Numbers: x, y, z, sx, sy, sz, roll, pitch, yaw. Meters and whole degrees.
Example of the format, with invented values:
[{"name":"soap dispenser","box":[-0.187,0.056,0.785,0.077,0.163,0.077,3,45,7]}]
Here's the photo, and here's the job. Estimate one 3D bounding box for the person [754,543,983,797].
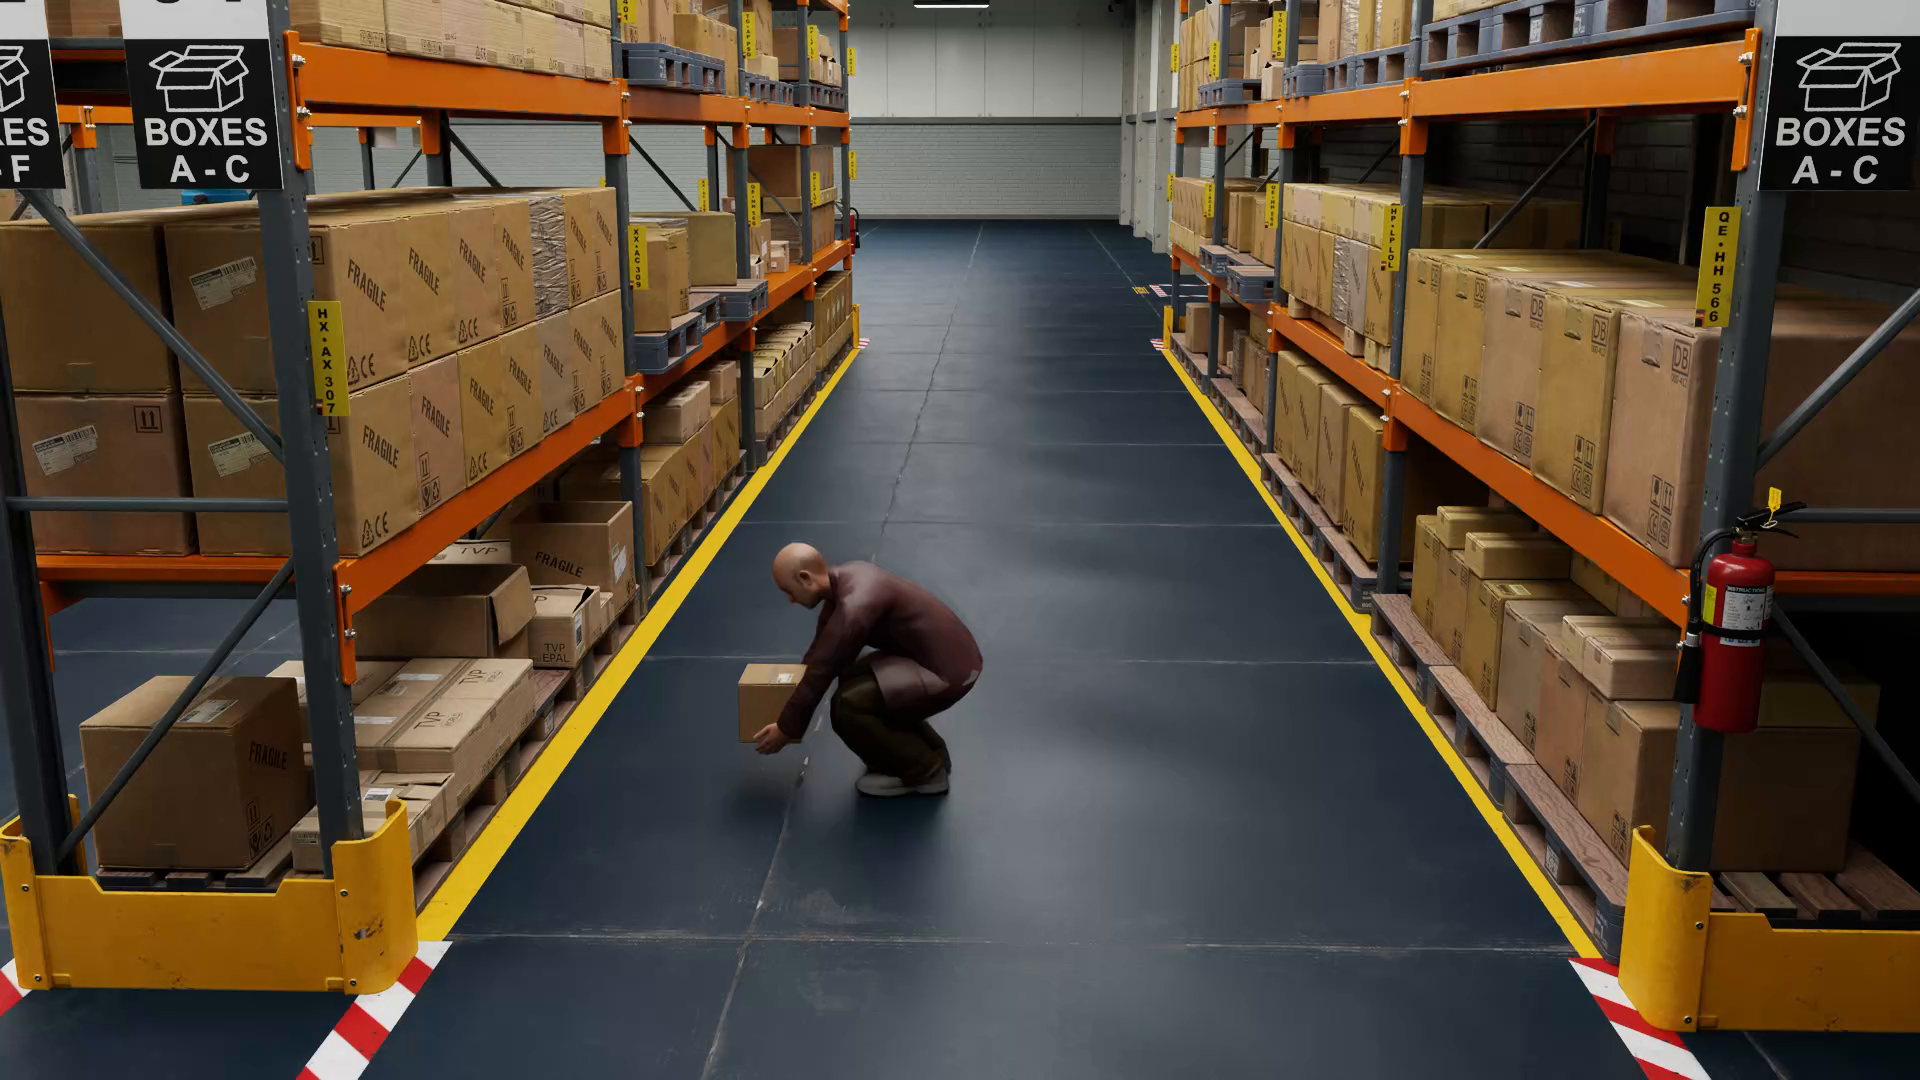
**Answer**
[{"name":"person","box":[-0.365,0.493,6.632,0.918,1.010,0.611,0,14,1]}]
